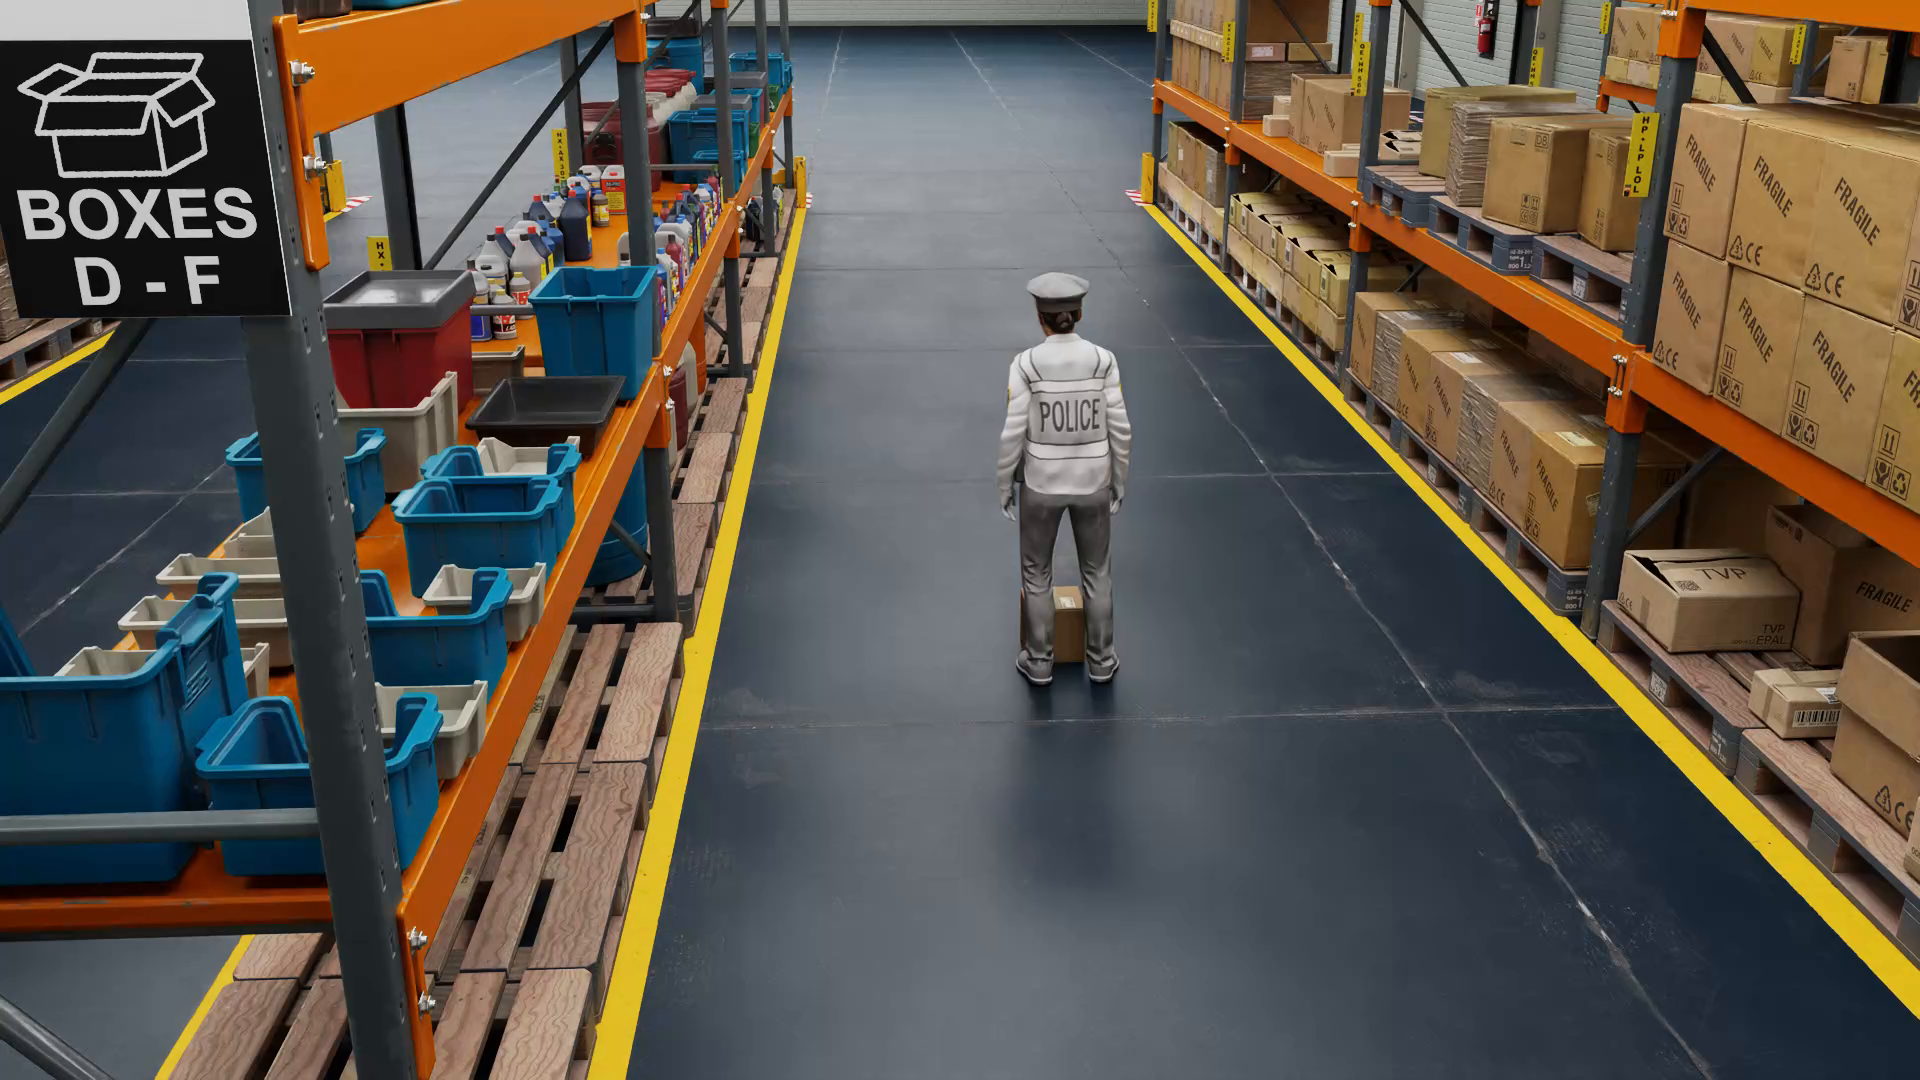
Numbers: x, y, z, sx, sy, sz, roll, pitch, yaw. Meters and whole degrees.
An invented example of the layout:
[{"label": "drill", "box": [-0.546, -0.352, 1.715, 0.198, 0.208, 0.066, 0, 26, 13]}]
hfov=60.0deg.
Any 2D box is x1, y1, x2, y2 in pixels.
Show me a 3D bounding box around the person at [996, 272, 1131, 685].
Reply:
[{"label": "person", "box": [0.412, -0.213, 6.644, 0.542, 1.662, 0.375, -2, 21, -6]}]
